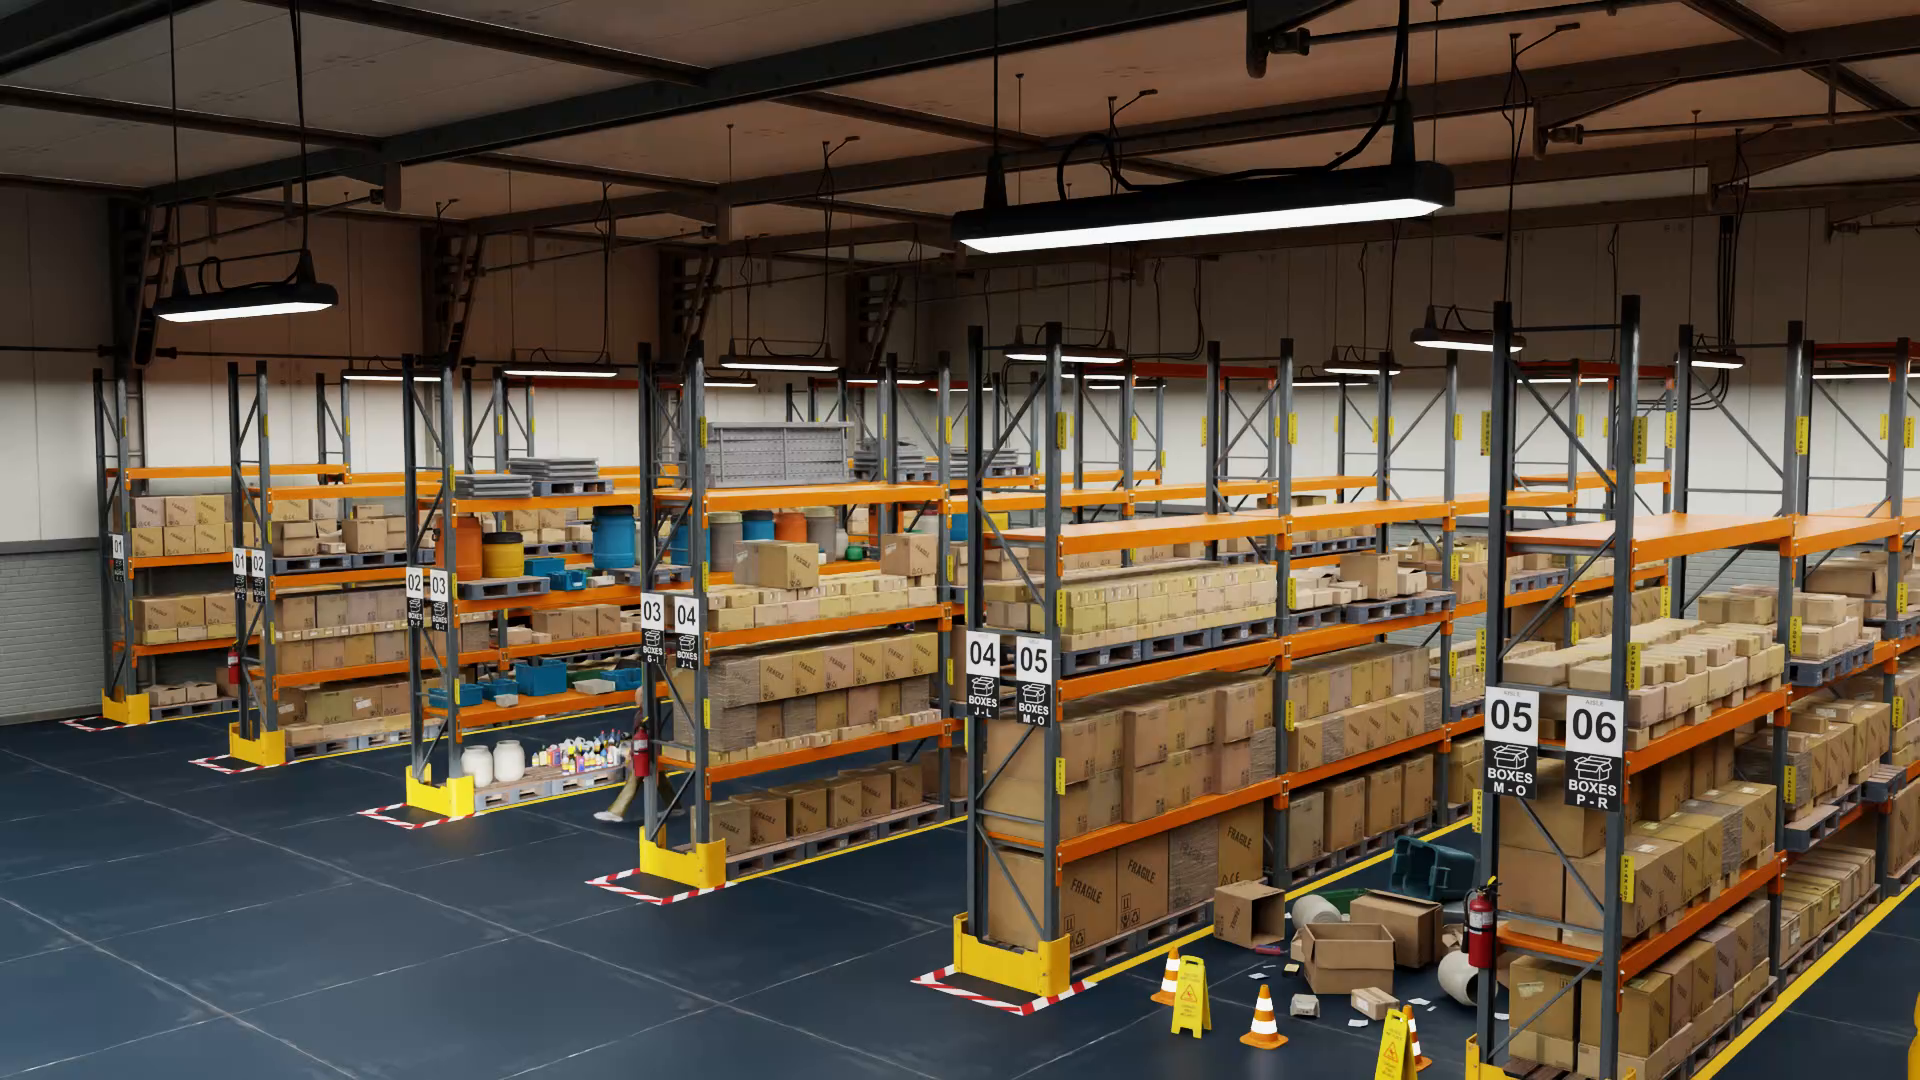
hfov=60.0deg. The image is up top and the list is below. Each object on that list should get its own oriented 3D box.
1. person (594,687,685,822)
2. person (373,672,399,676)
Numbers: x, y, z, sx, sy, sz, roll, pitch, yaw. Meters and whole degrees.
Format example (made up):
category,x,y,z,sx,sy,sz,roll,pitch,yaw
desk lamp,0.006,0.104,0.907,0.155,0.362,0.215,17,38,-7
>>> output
category,x,y,z,sx,sy,sz,roll,pitch,yaw
person,-4.088,2.723,21.216,1.132,1.722,0.620,-1,4,-7
person,-9.837,2.182,28.749,0.669,1.762,0.753,2,5,27
